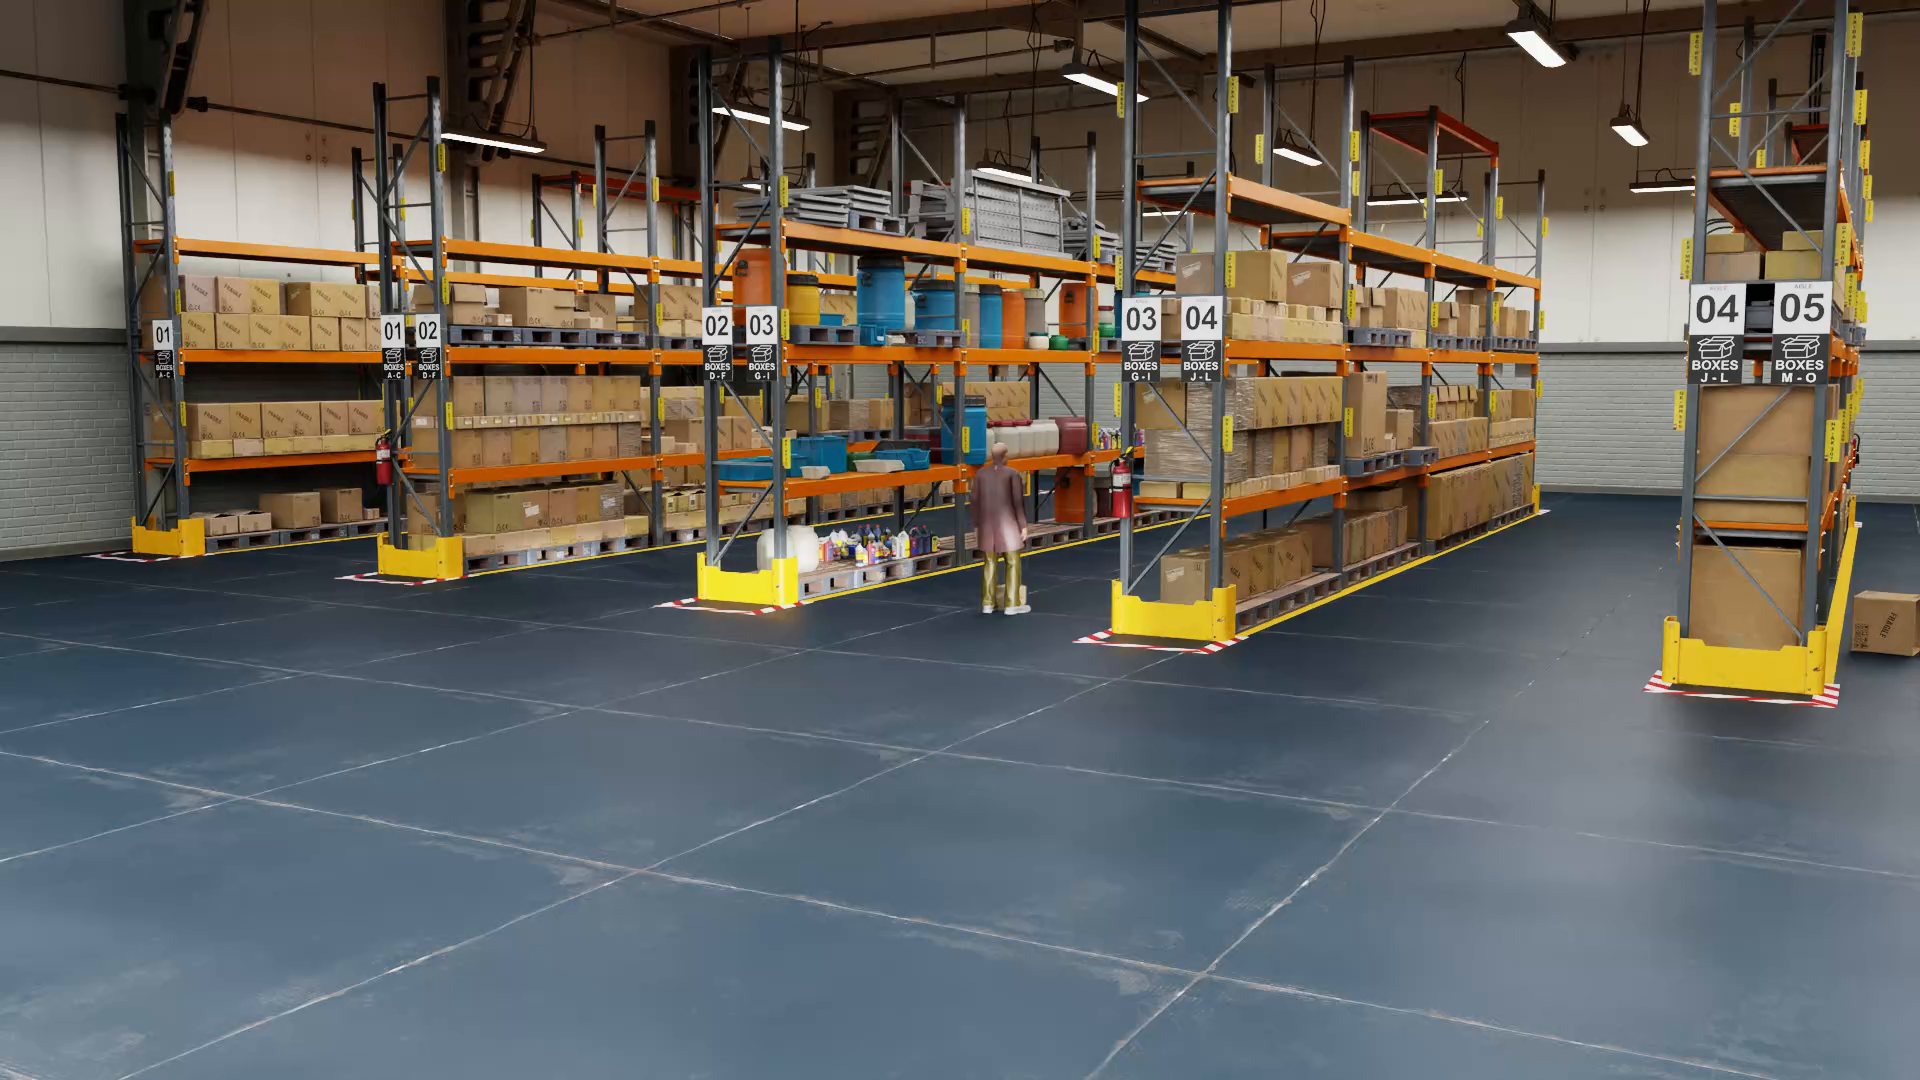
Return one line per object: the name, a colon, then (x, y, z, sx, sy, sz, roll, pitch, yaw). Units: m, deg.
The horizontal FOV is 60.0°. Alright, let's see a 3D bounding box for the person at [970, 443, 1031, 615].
person: (0.411, -0.124, 17.292, 0.635, 1.773, 0.427, 3, 6, 26)
